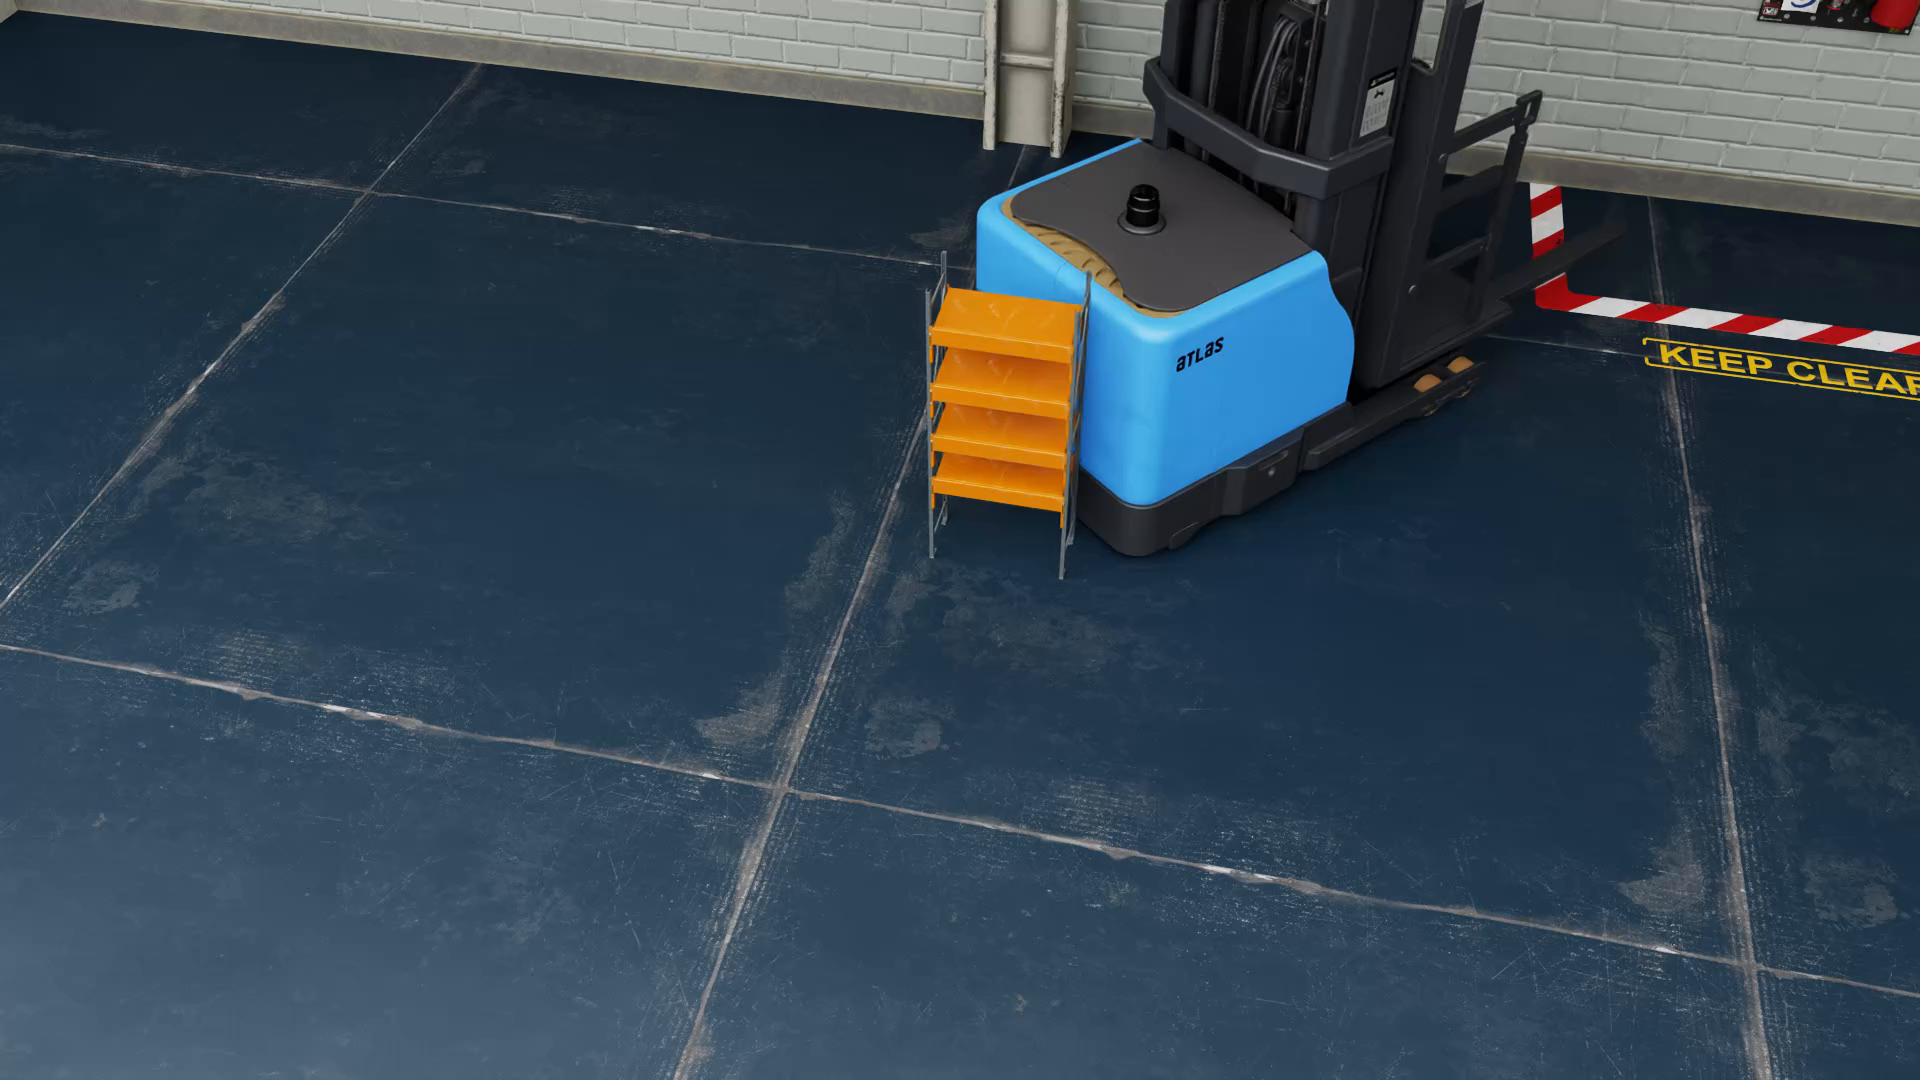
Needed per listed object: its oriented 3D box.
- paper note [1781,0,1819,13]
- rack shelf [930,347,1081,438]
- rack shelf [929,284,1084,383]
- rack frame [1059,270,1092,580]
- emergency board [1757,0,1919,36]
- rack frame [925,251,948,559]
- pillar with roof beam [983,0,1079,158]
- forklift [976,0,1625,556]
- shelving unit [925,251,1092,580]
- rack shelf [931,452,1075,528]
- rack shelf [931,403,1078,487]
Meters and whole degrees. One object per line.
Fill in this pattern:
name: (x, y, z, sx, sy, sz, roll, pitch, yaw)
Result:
paper note: (3.635, -2.349, 7.163, 0.142, 0.148, 0.016, 9, 45, 9)
rack shelf: (0.160, -0.520, 5.698, 0.480, 0.148, 0.258, 9, 45, 9)
rack shelf: (0.160, -0.690, 5.535, 0.480, 0.148, 0.258, 9, 45, 9)
rack frame: (0.398, -0.369, 5.767, 0.015, 1.200, 0.240, 9, 45, 9)
emergency board: (3.793, -2.593, 6.781, 0.643, 1.169, 0.194, 9, 45, 9)
rack frame: (-0.078, -0.444, 5.846, 0.015, 1.200, 0.240, 9, 45, 9)
pillar with roof beam: (-0.599, -2.350, 2.202, 0.400, 9.000, 9.100, 9, 45, 9)
forklift: (1.531, -1.833, 6.040, 3.031, 2.935, 1.130, -27, 50, -25)
shelving unit: (0.160, -0.407, 5.807, 0.503, 1.200, 0.258, 9, 45, 9)
rack shelf: (0.160, -0.215, 5.991, 0.480, 0.148, 0.258, 9, 45, 9)
rack shelf: (0.160, -0.358, 5.853, 0.480, 0.148, 0.258, 9, 45, 9)
